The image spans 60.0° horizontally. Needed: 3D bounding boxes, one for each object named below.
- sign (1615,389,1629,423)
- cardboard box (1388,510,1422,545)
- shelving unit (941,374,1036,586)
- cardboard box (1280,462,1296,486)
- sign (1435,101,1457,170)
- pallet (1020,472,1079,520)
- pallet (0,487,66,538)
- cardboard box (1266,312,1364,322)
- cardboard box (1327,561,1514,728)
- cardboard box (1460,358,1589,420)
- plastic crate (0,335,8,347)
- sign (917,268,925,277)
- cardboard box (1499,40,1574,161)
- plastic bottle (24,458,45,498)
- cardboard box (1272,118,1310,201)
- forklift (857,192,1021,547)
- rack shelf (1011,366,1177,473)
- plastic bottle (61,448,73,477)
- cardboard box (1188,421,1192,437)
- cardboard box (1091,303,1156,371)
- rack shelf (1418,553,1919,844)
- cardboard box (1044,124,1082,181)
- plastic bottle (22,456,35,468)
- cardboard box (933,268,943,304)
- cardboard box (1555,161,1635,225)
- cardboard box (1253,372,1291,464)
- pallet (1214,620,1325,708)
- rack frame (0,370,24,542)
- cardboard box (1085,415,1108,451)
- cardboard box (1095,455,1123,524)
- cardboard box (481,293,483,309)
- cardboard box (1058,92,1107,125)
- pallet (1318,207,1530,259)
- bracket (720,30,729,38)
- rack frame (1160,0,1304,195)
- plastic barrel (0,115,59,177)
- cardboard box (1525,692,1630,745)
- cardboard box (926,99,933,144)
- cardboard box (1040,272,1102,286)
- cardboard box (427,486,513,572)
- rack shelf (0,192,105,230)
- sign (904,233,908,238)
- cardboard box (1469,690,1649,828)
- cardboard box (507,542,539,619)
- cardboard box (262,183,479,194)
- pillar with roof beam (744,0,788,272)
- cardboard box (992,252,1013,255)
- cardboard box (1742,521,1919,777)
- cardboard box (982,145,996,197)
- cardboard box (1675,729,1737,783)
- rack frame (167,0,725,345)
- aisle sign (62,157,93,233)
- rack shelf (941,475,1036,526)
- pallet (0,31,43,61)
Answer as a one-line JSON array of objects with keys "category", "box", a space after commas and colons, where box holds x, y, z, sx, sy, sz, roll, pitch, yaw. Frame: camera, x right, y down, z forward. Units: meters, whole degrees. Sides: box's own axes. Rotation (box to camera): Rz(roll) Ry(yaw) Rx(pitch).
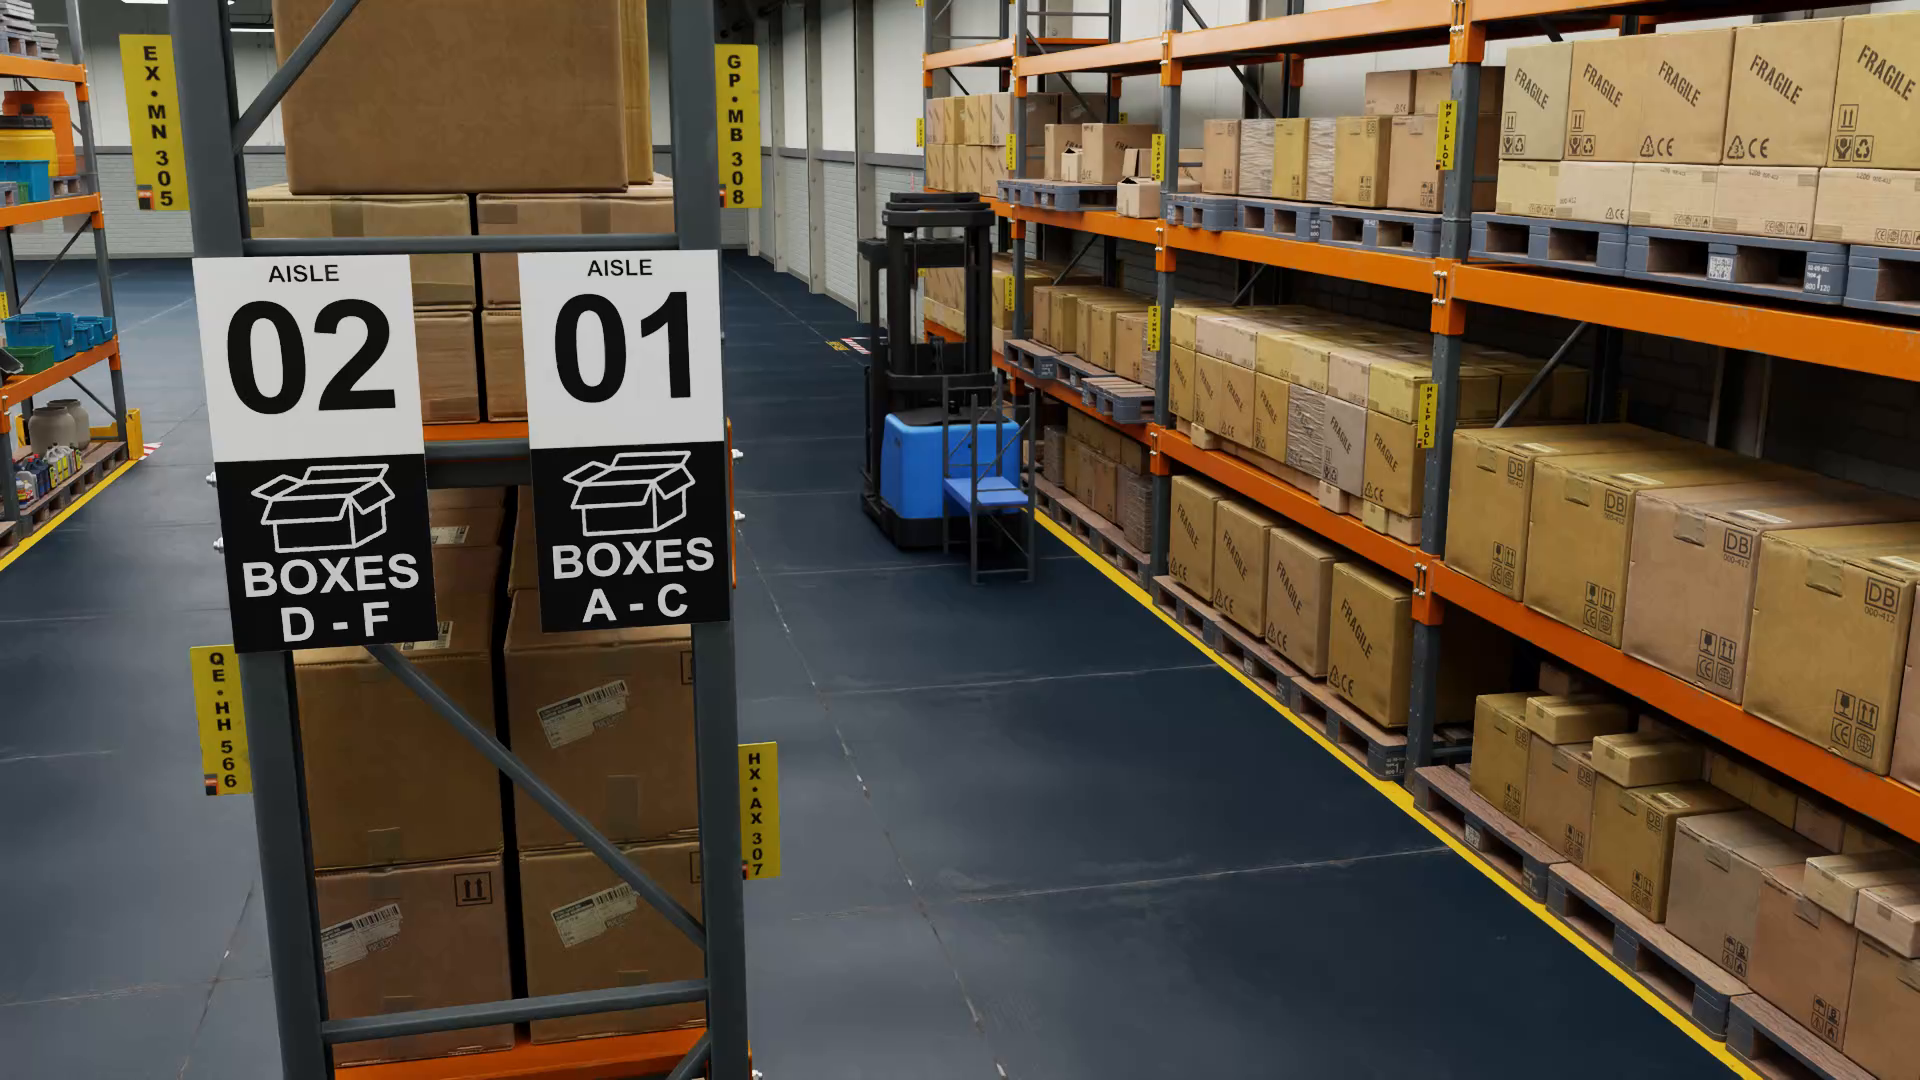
[{"category": "sign", "box": [3.426, -0.624, 8.671, 0.100, 0.325, 0.005, -3, 14, -13]}, {"category": "cardboard box", "box": [2.533, -0.084, 8.937, 0.380, 0.149, 0.250, -3, 14, -13]}, {"category": "shelving unit", "box": [0.218, -0.502, 13.321, 0.538, 1.500, 1.048, -3, 14, -13]}, {"category": "cardboard box", "box": [2.226, -0.441, 10.400, 0.380, 0.149, 0.250, -3, 14, -11]}, {"category": "sign", "box": [2.362, -1.963, 8.067, 0.100, 0.325, 0.005, -3, 14, -13]}, {"category": "pallet", "box": [1.193, -0.445, 15.805, 1.003, 0.211, 1.213, -3, 14, -13]}, {"category": "pallet", "box": [-8.739, -0.230, 14.923, 1.003, 0.211, 1.213, -3, 14, -13]}, {"category": "cardboard box", "box": [2.425, -1.414, 11.434, 0.500, 0.250, 0.500, -4, 14, -15]}, {"category": "cardboard box", "box": [2.608, 0.564, 9.444, 0.750, 0.750, 0.750, -3, 14, -13]}, {"category": "cardboard box", "box": [3.033, -0.822, 9.010, 0.500, 0.250, 0.500, -3, 14, -11]}, {"category": "plastic crate", "box": [-9.663, -1.997, 16.838, 0.298, 0.136, 0.250, -3, 14, -13]}, {"category": "sign", "box": [-0.458, -3.292, 19.759, 0.100, 0.325, 0.005, -3, 14, -13]}, {"category": "cardboard box", "box": [2.782, -1.955, 7.429, 0.500, 0.500, 0.500, -3, 14, -14]}, {"category": "plastic bottle", "box": [-8.408, -0.563, 15.067, 0.144, 0.351, 0.185, -3, 14, -12]}, {"category": "cardboard box", "box": [2.410, -2.420, 10.553, 0.700, 0.500, 0.500, -3, 14, -10]}, {"category": "forklift", "box": [-0.309, -1.668, 15.080, 1.130, 2.935, 3.031, -3, 14, -13]}, {"category": "rack shelf", "box": [1.478, -1.169, 14.406, 1.077, 0.370, 4.000, -3, 14, -13]}, {"category": "plastic bottle", "box": [-8.638, -0.750, 15.987, 0.152, 0.276, 0.135, -4, 14, -15]}, {"category": "cardboard box", "box": [1.851, -0.797, 11.855, 0.380, 0.149, 0.250, -3, 14, -12]}, {"category": "cardboard box", "box": [1.514, -1.713, 13.980, 0.700, 0.500, 0.500, -3, 14, -13]}, {"category": "rack shelf", "box": [3.357, 0.677, 6.851, 1.077, 0.370, 4.000, -3, 14, -13]}, {"category": "cardboard box", "box": [1.059, -3.559, 15.256, 0.500, 0.500, 0.500, -1, 14, -5]}, {"category": "plastic bottle", "box": [-8.690, -0.655, 15.598, 0.152, 0.276, 0.135, -3, 14, -13]}, {"category": "cardboard box", "box": [-0.005, -2.962, 18.924, 0.500, 0.500, 0.500, -3, 14, -13]}, {"category": "cardboard box", "box": [2.899, -1.478, 7.058, 0.500, 0.250, 0.500, -4, 14, -14]}, {"category": "cardboard box", "box": [2.173, -0.778, 10.410, 0.500, 0.500, 0.500, -3, 14, -12]}, {"category": "pallet", "box": [2.343, 0.765, 10.851, 1.003, 0.211, 1.213, -3, 14, -13]}, {"category": "rack frame", "box": [-8.621, -1.427, 13.948, 1.000, 3.000, 0.127, -3, 14, -13]}, {"category": "cardboard box", "box": [1.430, -0.953, 14.767, 0.500, 0.250, 0.500, -4, 14, -15]}, {"category": "cardboard box", "box": [1.576, -0.458, 14.320, 0.700, 0.500, 0.500, -3, 14, -13]}, {"category": "cardboard box", "box": [-1.471, -0.538, 4.305, 0.500, 0.250, 0.500, -3, 14, -13]}, {"category": "cardboard box", "box": [1.171, -4.109, 16.248, 0.500, 0.500, 0.500, -3, 14, -12]}, {"category": "pallet", "box": [2.624, -1.707, 9.176, 0.805, 0.209, 1.217, -4, 14, -15]}, {"category": "bracket", "box": [-6.971, -14.995, 49.259, 0.235, 0.232, 0.430, -3, 14, -13]}, {"category": "rack frame", "box": [1.948, -3.971, 11.720, 1.000, 3.000, 0.127, -3, 14, -13]}, {"category": "plastic barrel", "box": [-9.170, -3.847, 16.250, 0.600, 0.588, 0.600, 0, 14, 0]}, {"category": "cardboard box", "box": [2.866, 0.829, 7.730, 0.380, 0.149, 0.250, -3, 14, -11]}, {"category": "cardboard box", "box": [-0.076, -4.801, 19.078, 0.500, 0.500, 0.500, -4, 14, -17]}, {"category": "cardboard box", "box": [1.101, -2.401, 16.627, 0.500, 0.500, 0.500, -4, 14, -14]}, {"category": "cardboard box", "box": [-1.726, 0.090, 5.421, 0.500, 0.500, 0.500, -3, 14, -11]}, {"category": "rack shelf", "box": [-9.091, -2.996, 15.566, 1.077, 0.370, 4.000, -3, 14, -13]}, {"category": "sign", "box": [-0.915, -5.152, 28.002, 0.001, 0.109, 0.331, -3, 14, -13]}, {"category": "cardboard box", "box": [2.963, 1.055, 8.172, 0.700, 0.500, 0.500, -3, 14, -12]}, {"category": "cardboard box", "box": [-0.966, 0.294, 4.584, 0.500, 0.500, 0.500, -3, 14, -13]}, {"category": "cardboard box", "box": [-1.474, -0.781, 4.245, 0.500, 0.250, 0.500, -3, 14, -13]}, {"category": "pillar with roof beam", "box": [-8.747, -11.000, 40.490, 9.100, 9.000, 0.548, -3, 14, -13]}, {"category": "cardboard box", "box": [0.386, -3.106, 19.516, 0.500, 0.500, 0.500, -3, 14, -14]}, {"category": "cardboard box", "box": [3.516, 0.359, 6.006, 0.980, 0.700, 0.700, -3, 14, -14]}, {"category": "cardboard box", "box": [0.543, -3.715, 16.739, 0.500, 0.500, 0.500, -5, 14, -18]}, {"category": "cardboard box", "box": [3.369, 0.936, 7.293, 0.380, 0.149, 0.250, -3, 14, -13]}, {"category": "rack frame", "box": [-0.987, -1.848, 3.032, 1.000, 3.000, 0.127, -3, 14, -13]}, {"category": "aisle sign", "box": [-9.289, -3.646, 17.553, 0.394, 0.787, 0.004, -3, 14, -13]}, {"category": "rack shelf", "box": [0.218, -0.327, 13.363, 0.538, 0.185, 1.000, -3, 14, -13]}, {"category": "pallet", "box": [-9.132, -4.526, 15.233, 1.003, 0.211, 1.213, -3, 14, -13]}]
